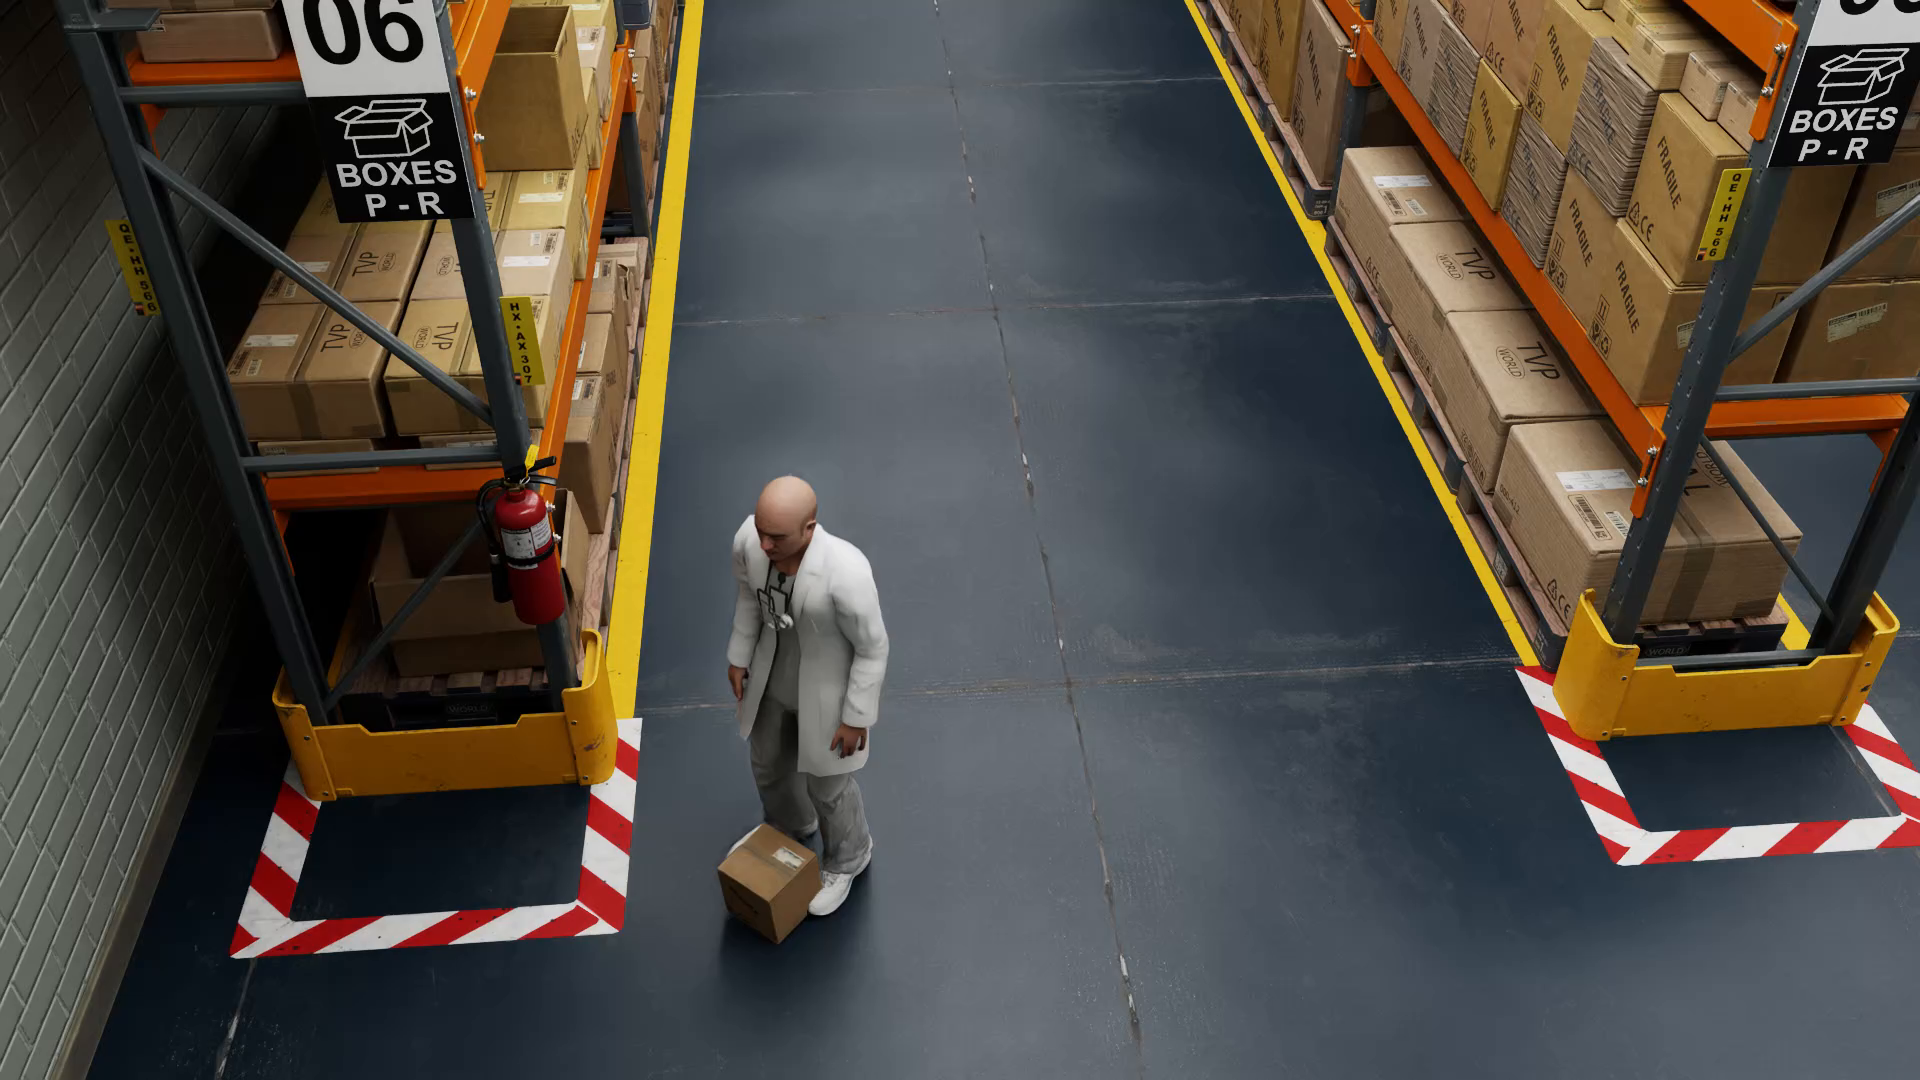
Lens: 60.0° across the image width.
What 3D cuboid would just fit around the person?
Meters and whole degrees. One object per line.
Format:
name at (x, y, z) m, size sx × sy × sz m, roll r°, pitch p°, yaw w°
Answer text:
person at (-0.518, 0.495, 5.546) m, size 0.617 × 1.774 × 0.426 m, roll 25°, pitch 45°, yaw 28°
